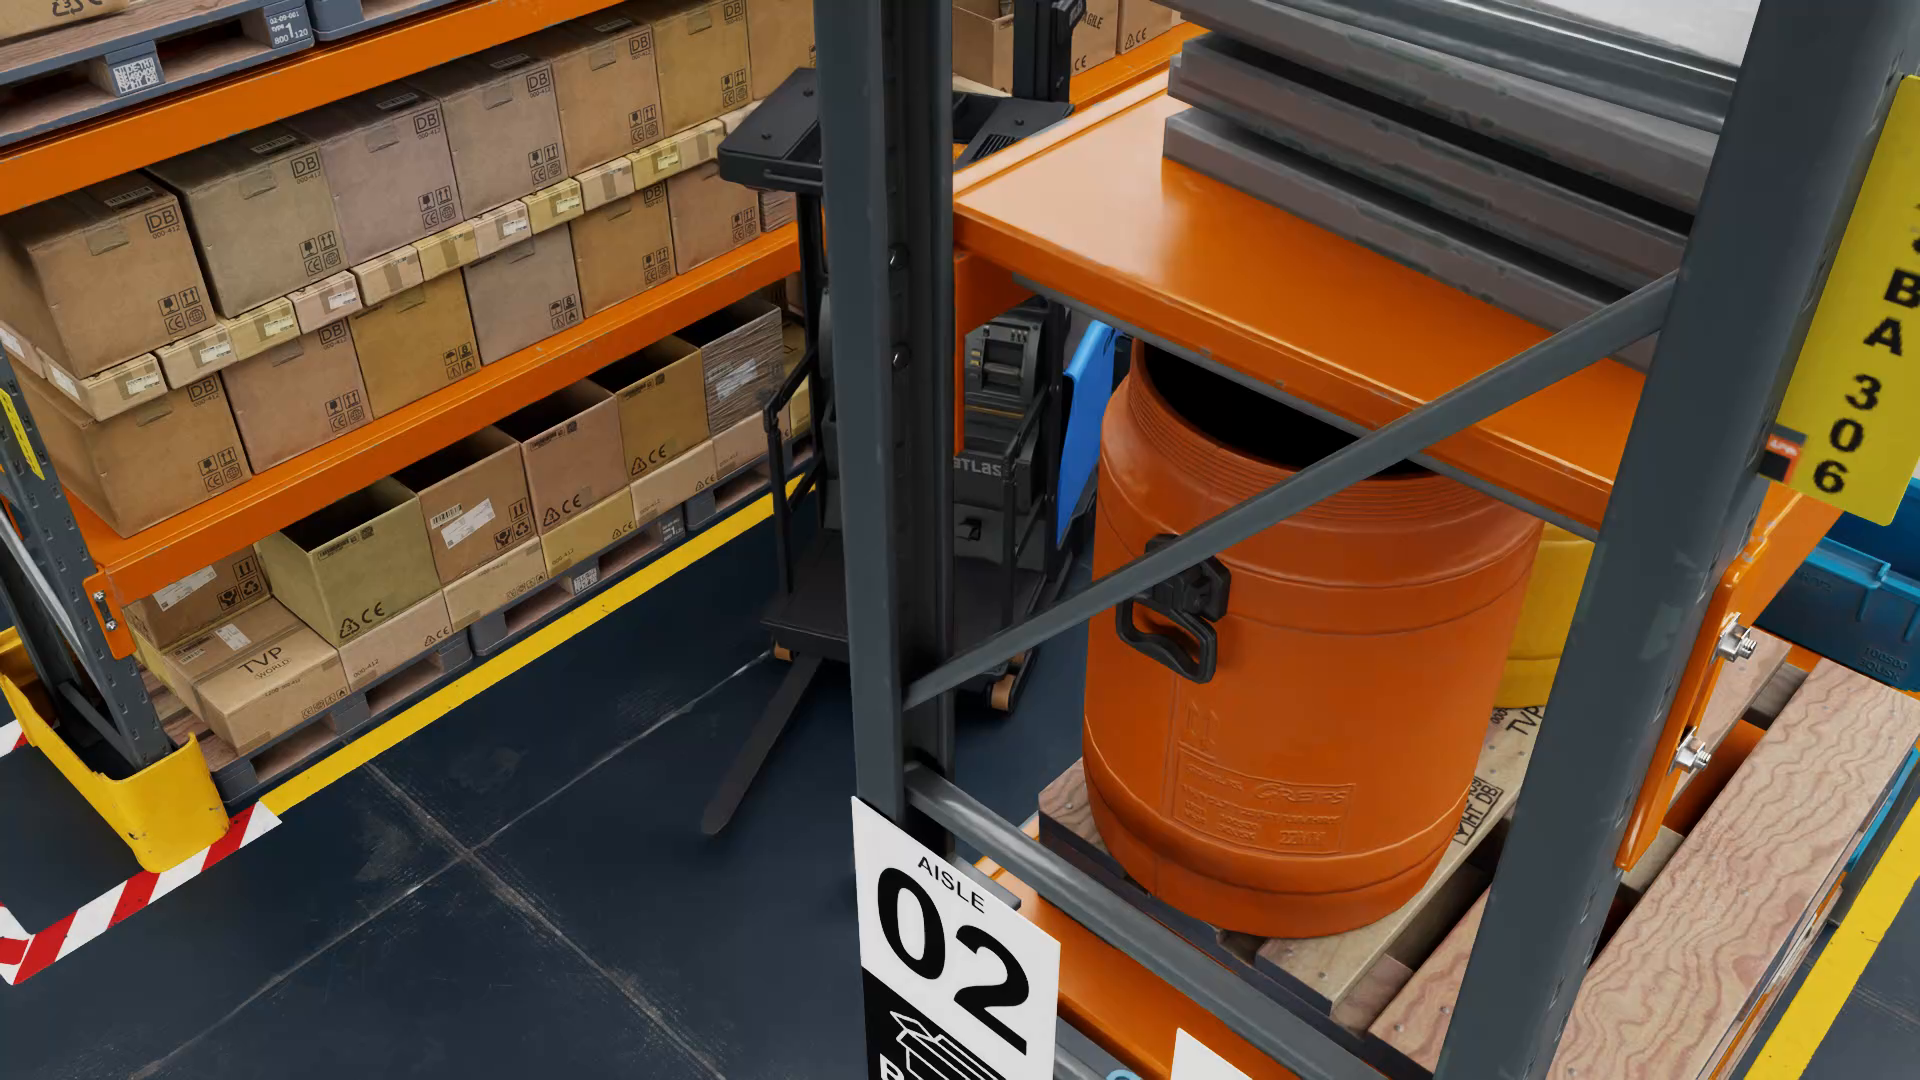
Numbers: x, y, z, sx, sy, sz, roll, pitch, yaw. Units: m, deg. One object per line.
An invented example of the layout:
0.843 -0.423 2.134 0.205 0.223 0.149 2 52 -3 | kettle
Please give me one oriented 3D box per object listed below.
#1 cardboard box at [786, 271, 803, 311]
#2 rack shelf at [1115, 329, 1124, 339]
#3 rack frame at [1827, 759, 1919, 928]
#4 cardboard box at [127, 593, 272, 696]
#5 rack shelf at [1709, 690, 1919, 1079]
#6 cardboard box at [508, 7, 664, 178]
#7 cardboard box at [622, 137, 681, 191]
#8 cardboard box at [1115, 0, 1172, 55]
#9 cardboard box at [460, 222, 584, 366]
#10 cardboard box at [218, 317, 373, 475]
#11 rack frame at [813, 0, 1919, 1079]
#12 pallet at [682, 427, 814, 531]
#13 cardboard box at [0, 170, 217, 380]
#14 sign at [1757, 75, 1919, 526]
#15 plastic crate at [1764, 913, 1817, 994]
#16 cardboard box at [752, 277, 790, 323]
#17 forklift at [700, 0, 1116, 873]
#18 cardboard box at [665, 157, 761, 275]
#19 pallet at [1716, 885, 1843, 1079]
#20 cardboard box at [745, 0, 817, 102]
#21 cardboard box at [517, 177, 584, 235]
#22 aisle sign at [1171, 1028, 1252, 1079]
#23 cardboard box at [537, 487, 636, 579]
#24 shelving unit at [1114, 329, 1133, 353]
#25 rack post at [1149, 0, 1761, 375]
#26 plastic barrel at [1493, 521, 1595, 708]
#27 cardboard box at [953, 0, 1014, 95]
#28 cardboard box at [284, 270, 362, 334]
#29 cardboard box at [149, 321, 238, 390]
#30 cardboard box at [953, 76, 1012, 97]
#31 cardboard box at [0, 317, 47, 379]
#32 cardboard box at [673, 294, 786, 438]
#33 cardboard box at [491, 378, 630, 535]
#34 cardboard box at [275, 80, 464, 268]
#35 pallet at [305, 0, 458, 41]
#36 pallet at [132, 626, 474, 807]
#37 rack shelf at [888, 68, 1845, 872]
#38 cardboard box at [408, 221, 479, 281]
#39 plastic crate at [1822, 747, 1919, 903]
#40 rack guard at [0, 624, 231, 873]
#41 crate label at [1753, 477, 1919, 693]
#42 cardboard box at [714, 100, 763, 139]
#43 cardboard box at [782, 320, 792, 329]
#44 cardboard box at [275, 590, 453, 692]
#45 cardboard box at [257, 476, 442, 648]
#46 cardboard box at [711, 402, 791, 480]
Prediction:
-0.634 -1.445 9.312 0.500 0.250 0.500 29 47 31 | cardboard box
0.704 -1.202 8.629 0.538 0.185 1.000 27 46 29 | rack shelf
2.954 0.037 5.577 1.000 3.000 0.127 30 47 32 | rack frame
-3.254 0.335 7.074 0.500 0.250 0.500 30 47 32 | cardboard box
1.605 1.238 4.645 1.077 0.370 4.000 30 47 32 | rack shelf
-1.672 -1.922 6.918 0.700 0.500 0.500 30 47 32 | cardboard box
-1.412 -1.656 7.104 0.380 0.149 0.250 29 47 32 | cardboard box
0.879 -3.143 9.496 0.500 0.500 0.500 27 46 30 | cardboard box
-2.031 -1.167 7.011 0.700 0.500 0.500 31 48 33 | cardboard box
-2.723 -0.698 6.421 0.700 0.500 0.500 31 48 33 | cardboard box
0.256 -0.473 1.398 1.000 3.000 0.127 30 47 32 | rack frame
-1.267 -0.605 8.625 1.003 0.211 1.213 30 47 32 | pallet
-3.038 -0.987 5.742 0.700 0.500 0.500 30 47 32 | cardboard box
0.659 -0.158 1.171 0.100 0.325 0.005 30 47 32 | sign
2.046 0.993 4.587 0.530 0.136 0.437 30 47 32 | plastic crate
-1.243 -1.344 8.584 0.500 0.500 0.500 30 47 32 | cardboard box
-0.193 -0.701 6.560 1.130 2.935 3.031 12 40 14 | forklift
-1.345 -1.632 7.595 0.700 0.500 0.500 29 47 31 | cardboard box
2.471 1.420 6.079 1.003 0.211 1.213 30 47 32 | pallet
-0.994 -2.385 7.500 0.700 0.500 0.500 30 47 32 | cardboard box
-1.759 -1.416 6.803 0.380 0.149 0.250 31 48 33 | cardboard box
0.424 1.013 2.260 0.394 0.787 0.004 30 47 32 | aisle sign
-1.859 -0.136 7.667 0.500 0.250 0.500 30 47 32 | cardboard box
0.704 -1.343 8.517 0.538 1.500 1.048 27 46 29 | shelving unit
0.860 -0.571 1.924 0.954 0.300 0.937 -29 47 -31 | rack post
0.931 -0.114 2.868 0.600 0.588 0.600 0 38 0 | plastic barrel
0.186 -2.671 8.903 0.500 0.500 0.500 -30 48 -33 | cardboard box
-2.457 -0.941 6.205 0.380 0.149 0.250 29 47 31 | cardboard box
-2.798 -0.712 5.917 0.380 0.149 0.250 28 46 31 | cardboard box
0.049 -2.267 8.677 0.380 0.149 0.250 30 47 32 | cardboard box
-3.281 -0.755 5.972 0.380 0.149 0.250 29 47 31 | cardboard box
-1.197 -0.896 8.020 0.500 0.500 0.500 30 47 32 | cardboard box
-1.858 -0.429 7.433 0.500 0.500 0.500 30 47 32 | cardboard box
-2.348 -1.463 6.340 0.700 0.500 0.500 30 47 32 | cardboard box
-2.079 -2.223 6.080 1.003 0.211 1.213 30 47 32 | pallet
-2.913 0.516 7.215 1.003 0.211 1.213 30 47 32 | pallet
1.605 -0.954 2.902 1.077 0.370 4.000 30 47 32 | rack shelf
-2.107 -1.182 6.509 0.380 0.149 0.250 29 47 31 | cardboard box
2.408 0.718 4.840 0.499 0.251 0.616 30 47 32 | plastic crate
-3.414 0.783 6.647 1.175 0.500 0.348 30 47 32 | rack guard
1.763 0.038 3.285 0.502 0.251 0.408 30 47 32 | crate label
-1.068 -1.888 7.397 0.380 0.149 0.250 28 46 31 | cardboard box
-1.236 -1.047 8.812 0.500 0.250 0.500 30 47 32 | cardboard box
-2.537 0.321 7.092 0.500 0.250 0.500 30 47 32 | cardboard box
-2.536 0.028 6.857 0.500 0.500 0.500 30 47 32 | cardboard box
-1.195 -0.602 8.252 0.500 0.250 0.500 30 47 32 | cardboard box
